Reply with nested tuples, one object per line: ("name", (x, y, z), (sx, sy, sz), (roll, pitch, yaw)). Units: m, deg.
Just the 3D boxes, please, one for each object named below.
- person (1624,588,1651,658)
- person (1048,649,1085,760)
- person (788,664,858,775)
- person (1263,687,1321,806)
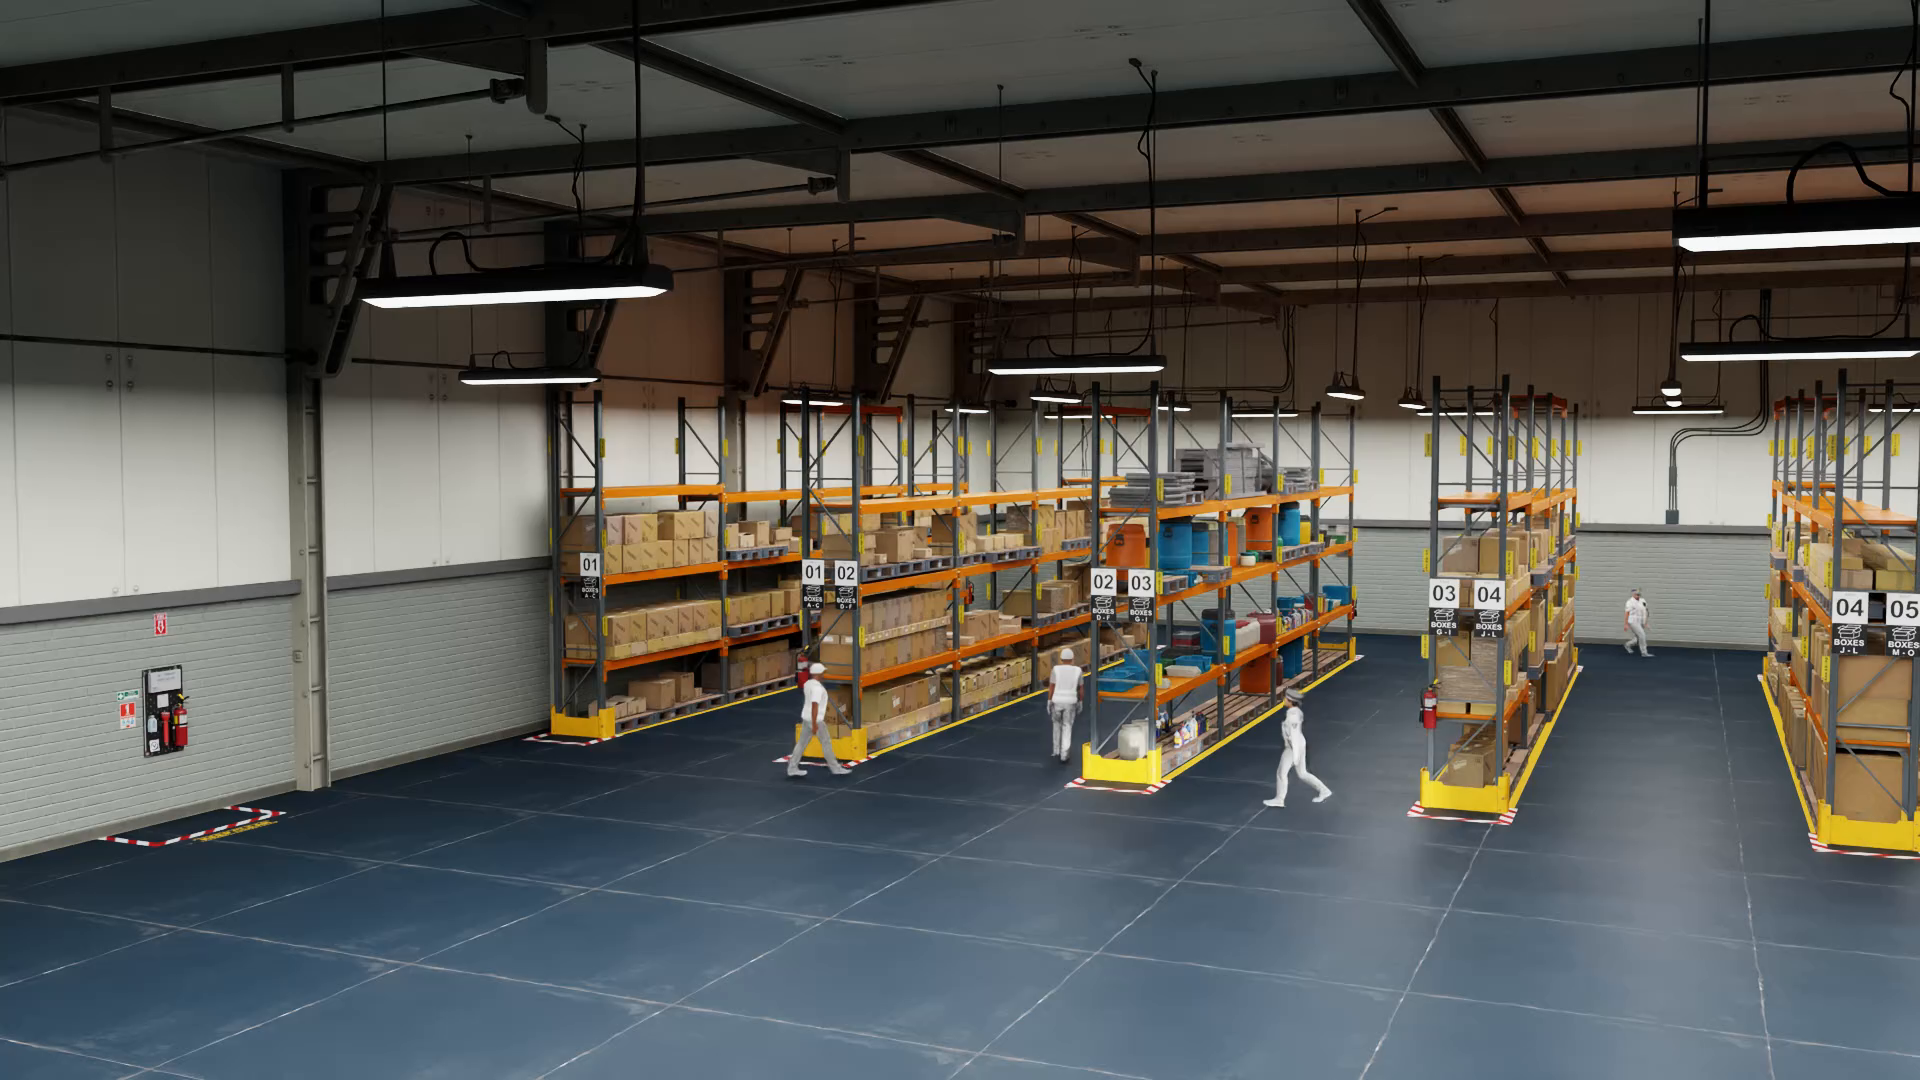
("person", (16.299, 1.965, 40.006), (0.530, 1.644, 0.931), (-1, 3, -16))
("person", (1.728, 2.636, 26.873), (0.561, 1.774, 0.817), (1, 3, 11))
("person", (-2.102, 2.733, 25.355), (1.067, 1.707, 0.641), (-1, 3, -24))
("person", (4.626, 2.877, 23.123), (0.787, 1.659, 0.495), (1, 3, 16))
